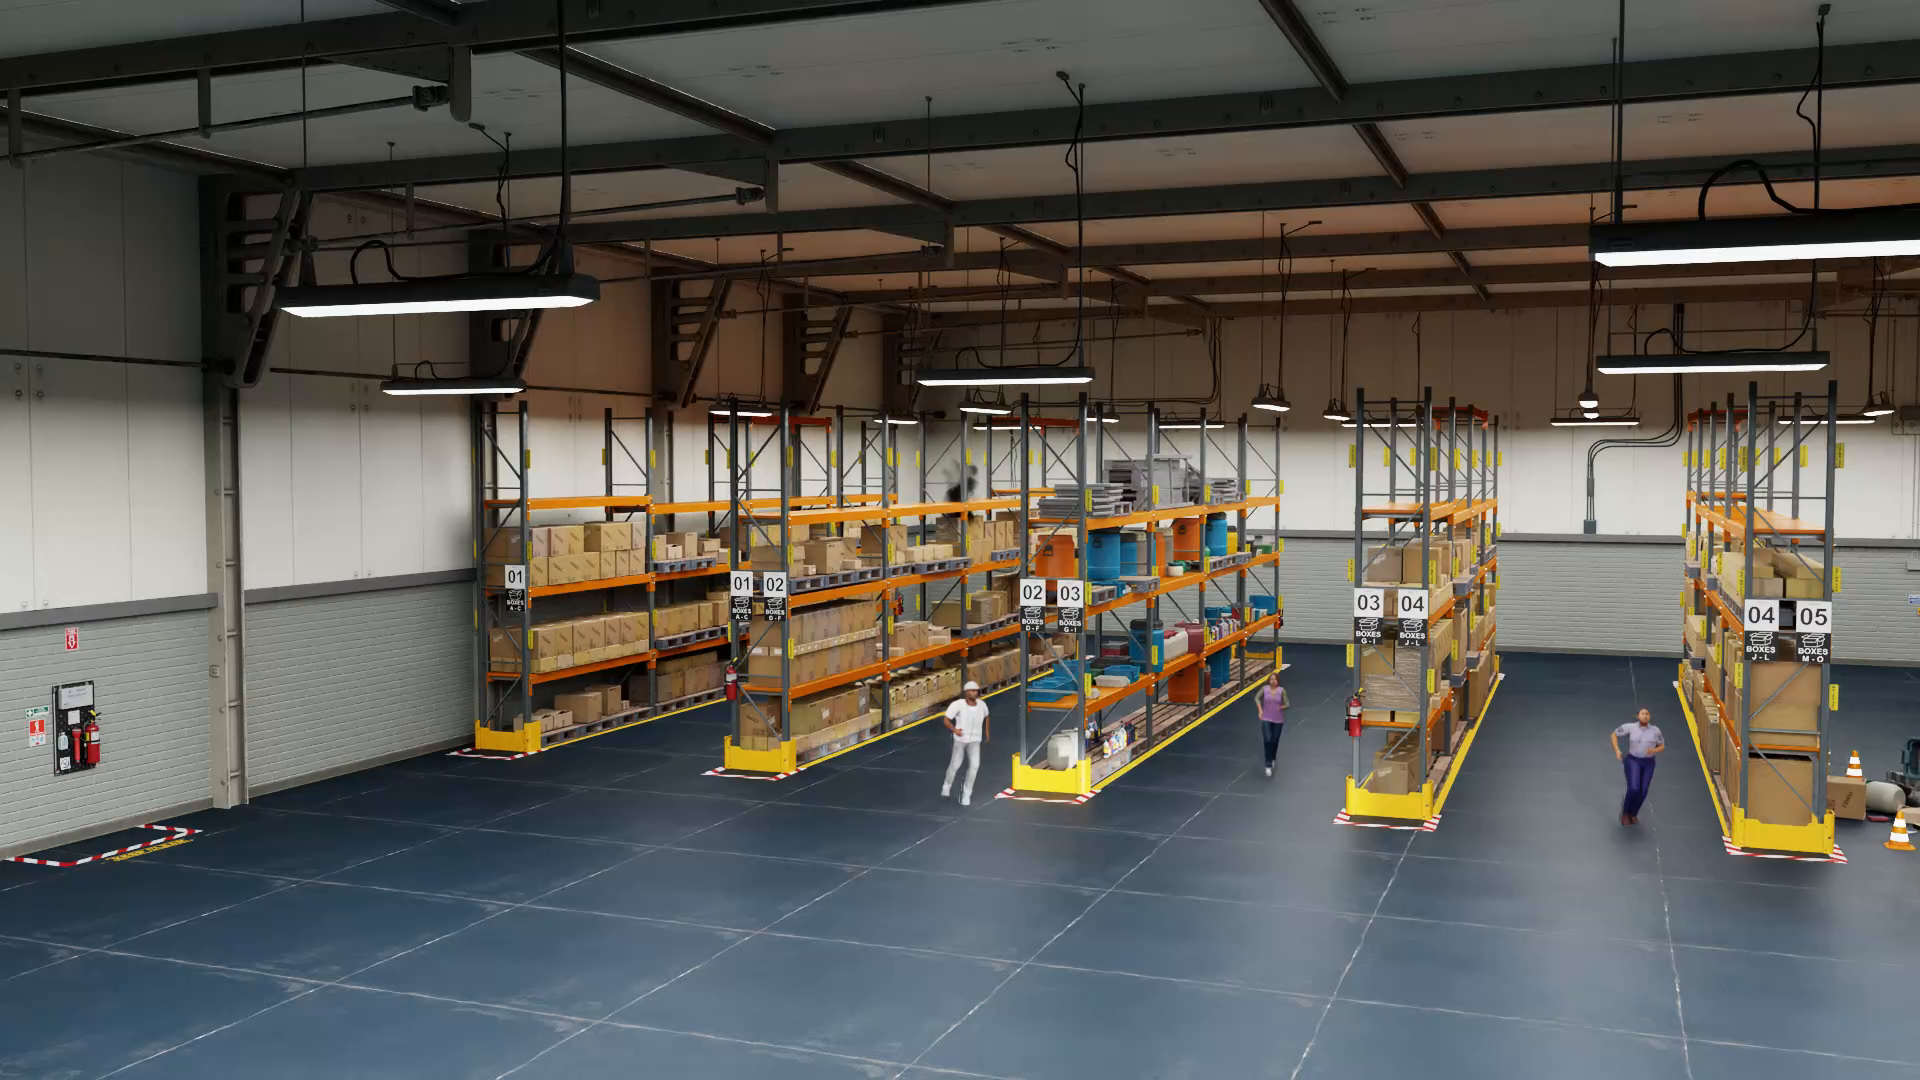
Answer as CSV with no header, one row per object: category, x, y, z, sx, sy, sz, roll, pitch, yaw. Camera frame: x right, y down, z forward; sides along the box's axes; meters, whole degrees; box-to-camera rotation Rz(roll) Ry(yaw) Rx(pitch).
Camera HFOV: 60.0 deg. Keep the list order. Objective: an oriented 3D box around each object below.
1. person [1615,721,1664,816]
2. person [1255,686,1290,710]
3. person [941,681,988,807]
person,9.290,3.134,22.653,0.580,1.335,0.568,0,3,0
person,4.968,2.599,26.417,0.528,0.551,0.411,0,3,5
person,0.115,2.954,24.316,0.730,1.786,0.738,-1,3,-16
